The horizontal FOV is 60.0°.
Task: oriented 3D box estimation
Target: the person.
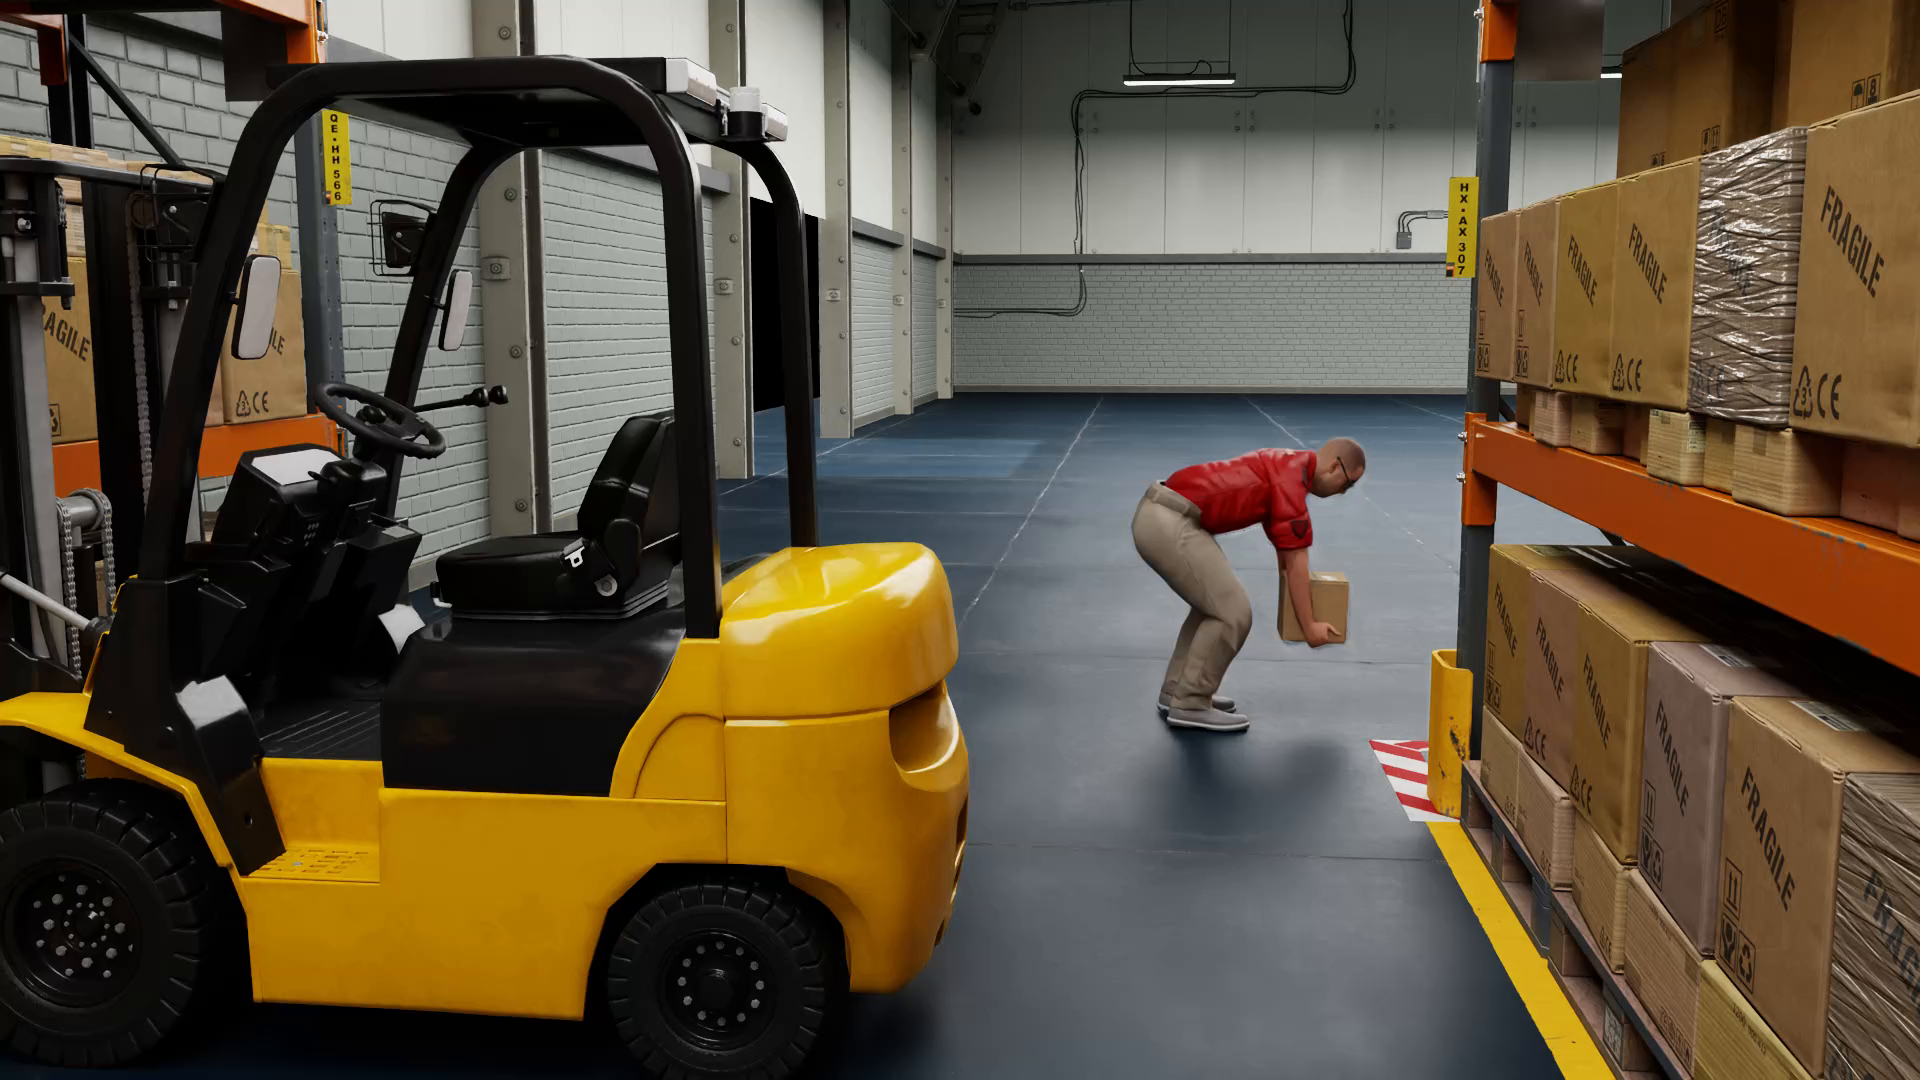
[{"bbox_3d":[1.159,0.166,6.741,0.931,1.170,0.508,0,8,4],"label":"person"}]
